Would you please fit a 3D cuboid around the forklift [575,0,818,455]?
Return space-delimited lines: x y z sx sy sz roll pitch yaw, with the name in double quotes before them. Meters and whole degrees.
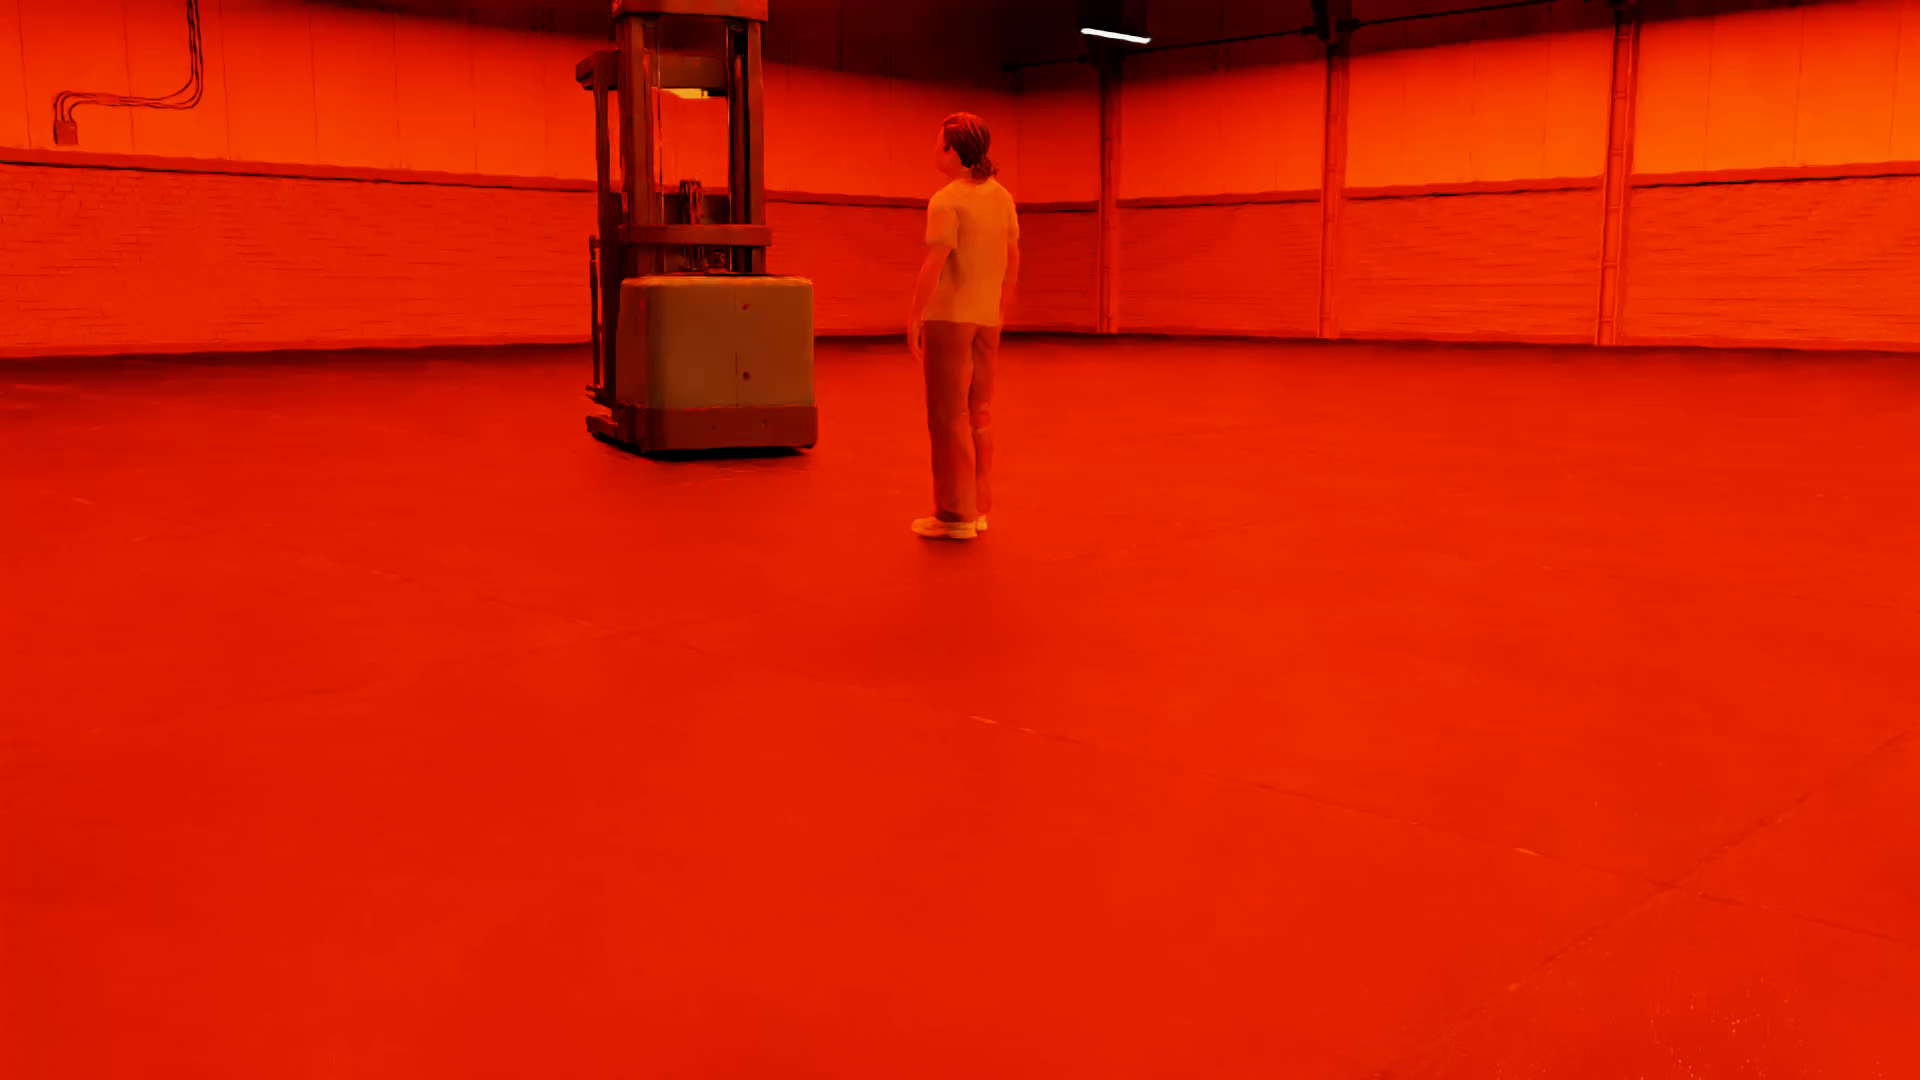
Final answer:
"forklift" -1.910 -2.141 11.096 1.130 2.935 3.031 -4 9 -23

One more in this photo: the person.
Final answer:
"person" -0.046 -0.844 6.650 0.548 1.674 0.554 8 12 43
